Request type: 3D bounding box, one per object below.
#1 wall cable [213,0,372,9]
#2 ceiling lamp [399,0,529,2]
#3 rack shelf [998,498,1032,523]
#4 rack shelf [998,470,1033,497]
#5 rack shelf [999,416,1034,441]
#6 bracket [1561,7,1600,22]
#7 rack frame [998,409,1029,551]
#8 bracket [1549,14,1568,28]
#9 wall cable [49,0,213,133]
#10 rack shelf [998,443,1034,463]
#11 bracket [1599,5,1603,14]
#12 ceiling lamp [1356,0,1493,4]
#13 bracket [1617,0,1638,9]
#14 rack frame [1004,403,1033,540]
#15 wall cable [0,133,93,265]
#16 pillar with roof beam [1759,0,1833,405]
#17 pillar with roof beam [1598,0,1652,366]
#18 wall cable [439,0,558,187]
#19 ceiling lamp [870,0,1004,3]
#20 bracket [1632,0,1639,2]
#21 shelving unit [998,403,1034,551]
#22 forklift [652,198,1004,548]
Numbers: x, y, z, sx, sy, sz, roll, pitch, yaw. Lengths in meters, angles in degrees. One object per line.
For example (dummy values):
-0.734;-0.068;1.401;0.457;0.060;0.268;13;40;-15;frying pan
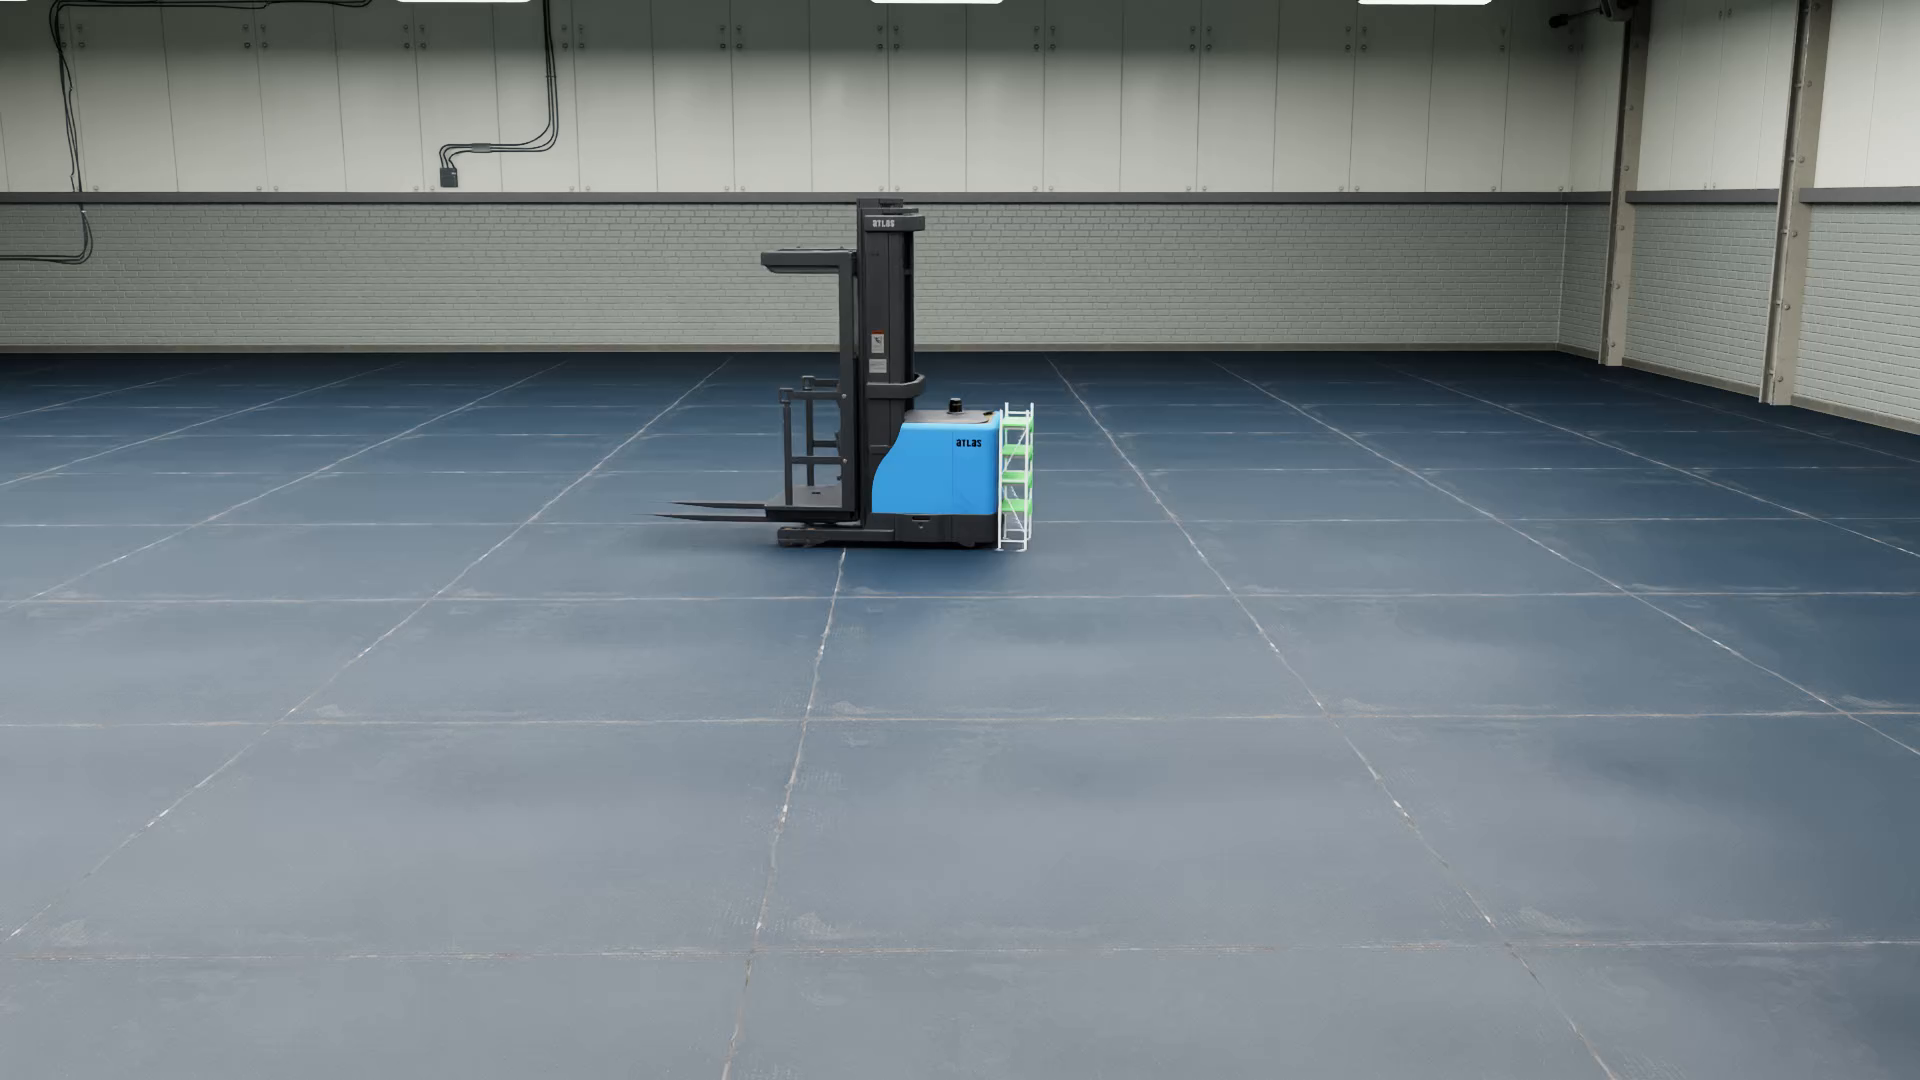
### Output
-12.564;-11.278;31.185;3.097;2.526;0.112;0;11;-1;wall cable
-7.407;-9.623;24.679;2.000;3.185;0.800;0;11;-1;ceiling lamp
0.475;-0.247;14.281;0.258;0.148;0.480;2;12;7;rack shelf
0.478;-0.482;14.234;0.258;0.148;0.480;2;12;7;rack shelf
0.482;-0.953;14.138;0.258;0.148;0.480;2;12;7;rack shelf
11.469;-9.809;31.222;0.076;0.066;3.189;0;11;-1;bracket
0.449;-0.497;13.983;0.240;1.200;0.015;2;12;7;rack frame
11.457;-9.926;31.801;0.235;0.232;0.430;0;11;-1;bracket
-15.658;-9.036;31.574;3.097;2.526;0.112;0;11;-1;wall cable
0.480;-0.717;14.186;0.258;0.148;0.480;2;12;7;rack shelf
11.506;-9.455;29.479;0.235;0.232;0.430;0;11;-1;bracket
6.990;-9.682;24.970;2.000;3.185;0.800;0;11;-1;ceiling lamp
11.523;-9.290;28.666;0.235;0.232;0.430;0;11;-1;bracket
0.507;-0.593;14.458;0.240;1.200;0.015;2;12;7;rack frame
-18.363;-6.550;32.022;3.097;2.526;0.112;0;11;-1;wall cable
7.689;-6.400;23.471;9.100;9.000;0.400;0;11;-1;pillar with roof beam
7.565;-7.592;29.350;9.100;9.000;0.548;0;11;-1;pillar with roof beam
-8.871;-9.774;31.551;2.305;6.003;0.169;0;11;-1;wall cable
-0.349;-9.652;24.822;2.000;3.185;0.800;0;11;-1;ceiling lamp
11.576;-8.778;26.141;0.076;0.066;4.783;0;11;-1;bracket
0.478;-0.545;14.221;0.258;1.200;0.503;2;12;7;shelving unit
-1.149;-1.475;14.458;3.031;2.935;1.130;1;12;6;forklift
